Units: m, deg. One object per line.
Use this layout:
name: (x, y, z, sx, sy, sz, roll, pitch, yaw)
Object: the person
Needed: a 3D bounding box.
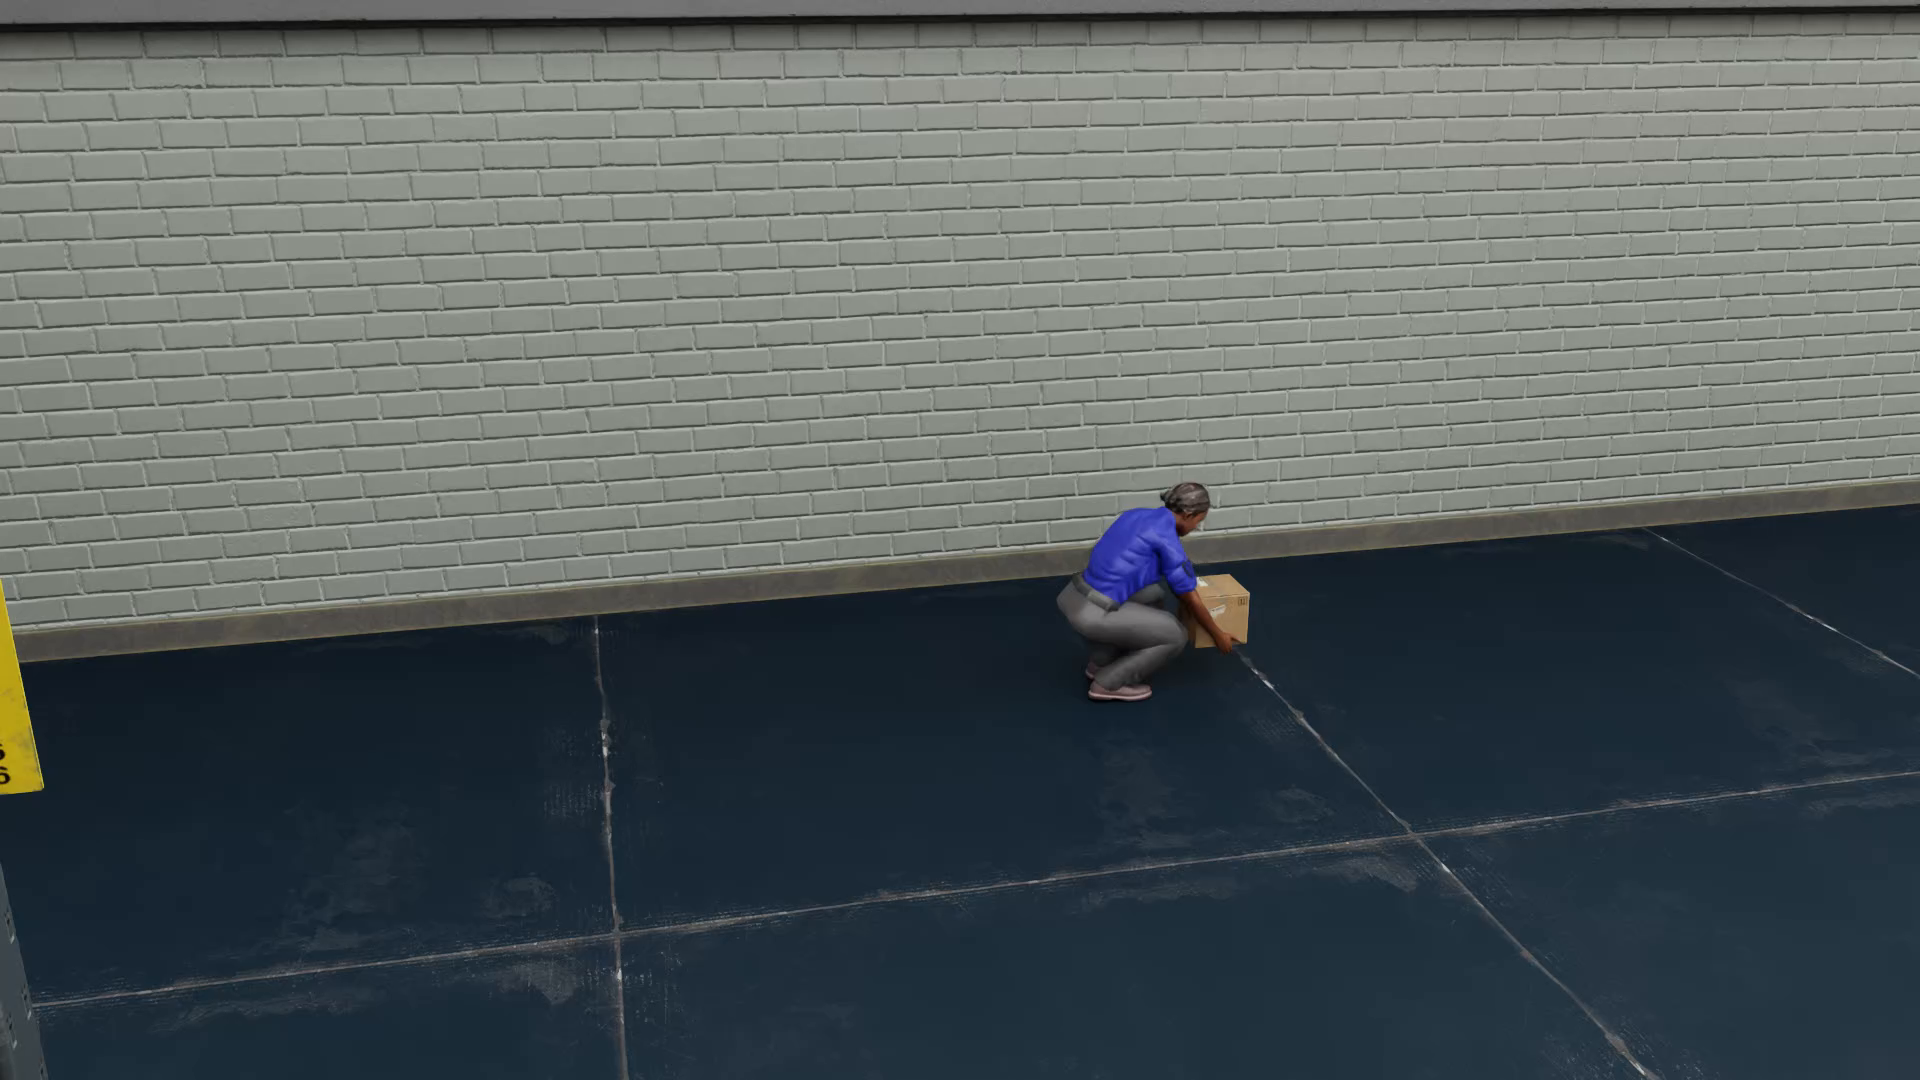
person: (0.846, 0.224, 7.536, 0.830, 0.945, 0.465, -5, 20, -13)
